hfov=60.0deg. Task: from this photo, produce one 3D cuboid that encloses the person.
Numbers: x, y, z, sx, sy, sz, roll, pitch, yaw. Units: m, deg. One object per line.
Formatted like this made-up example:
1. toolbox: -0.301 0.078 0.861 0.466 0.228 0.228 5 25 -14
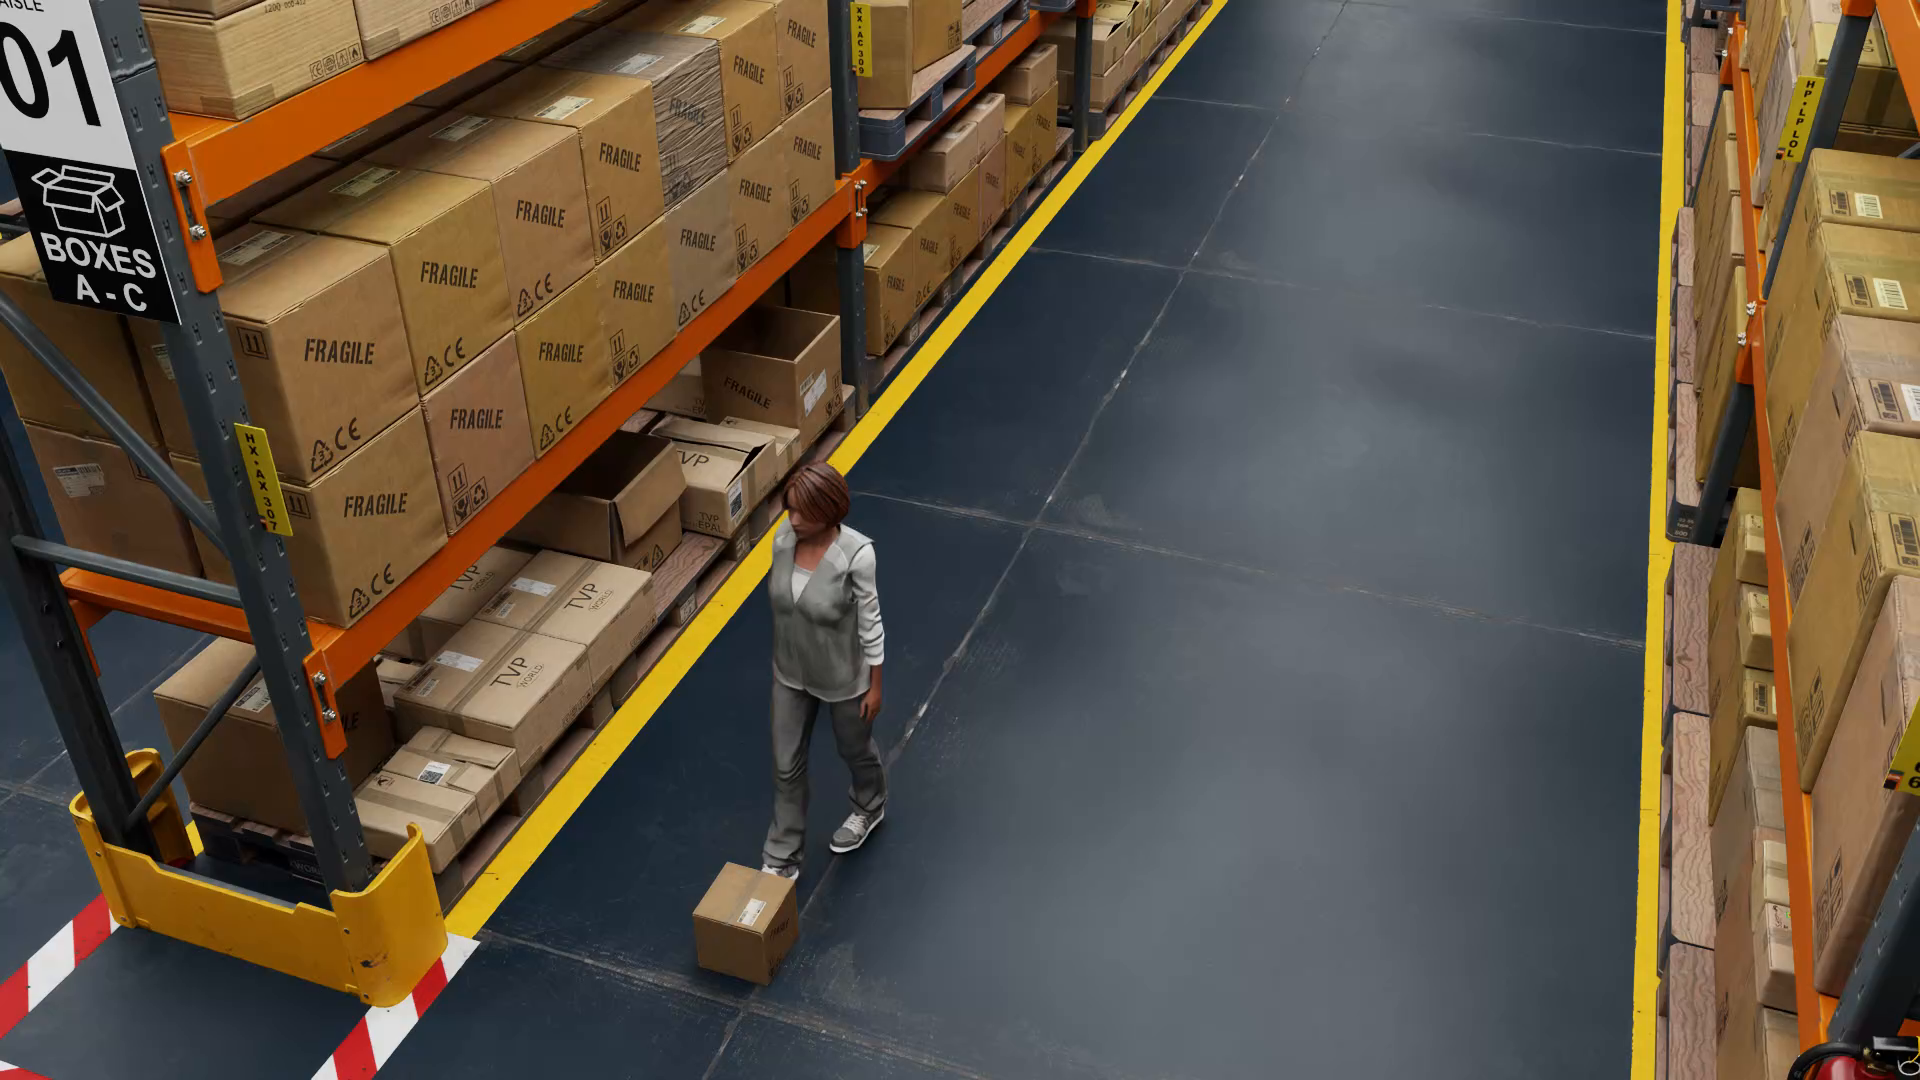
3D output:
1. person: -0.482 0.483 5.418 0.426 1.588 0.679 15 36 21
